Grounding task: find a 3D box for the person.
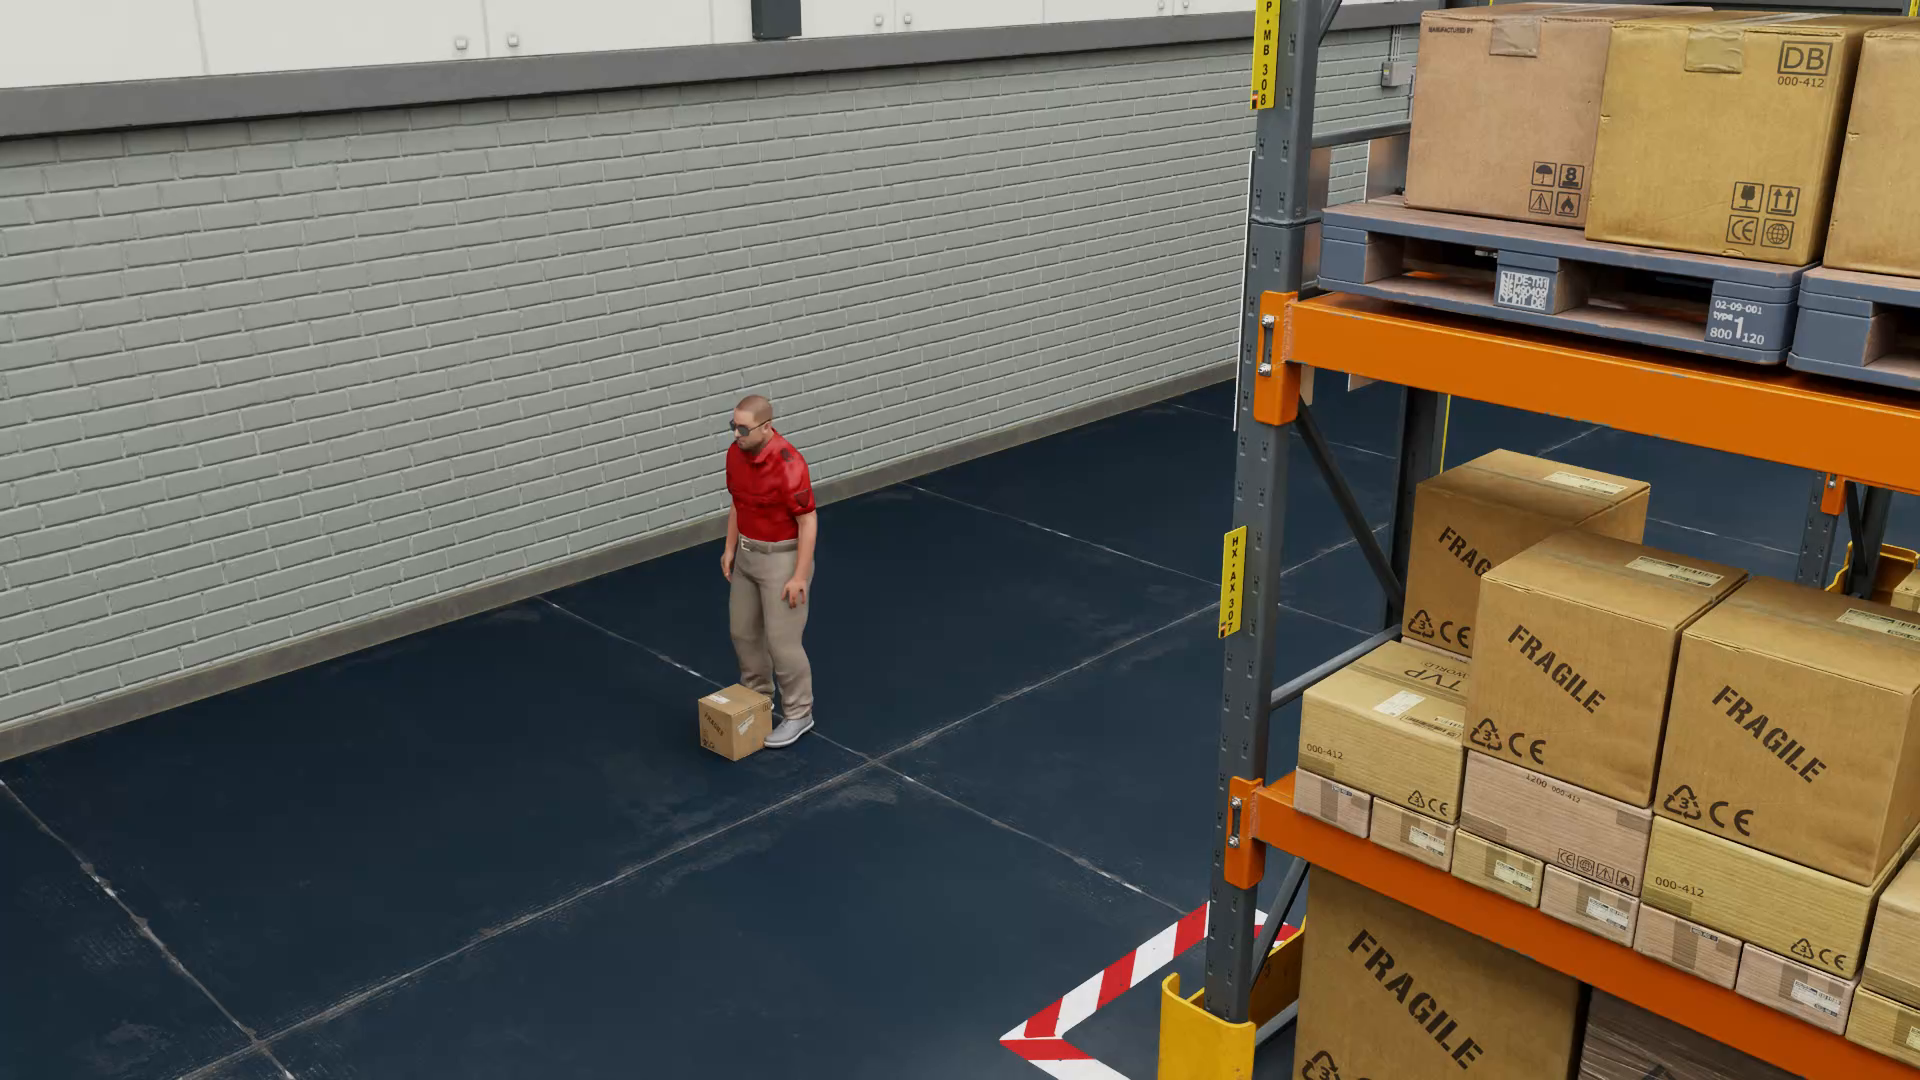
[{"bbox_3d":[-0.924,0.125,8.004,0.586,1.727,0.390,19,27,41],"label":"person"}]
